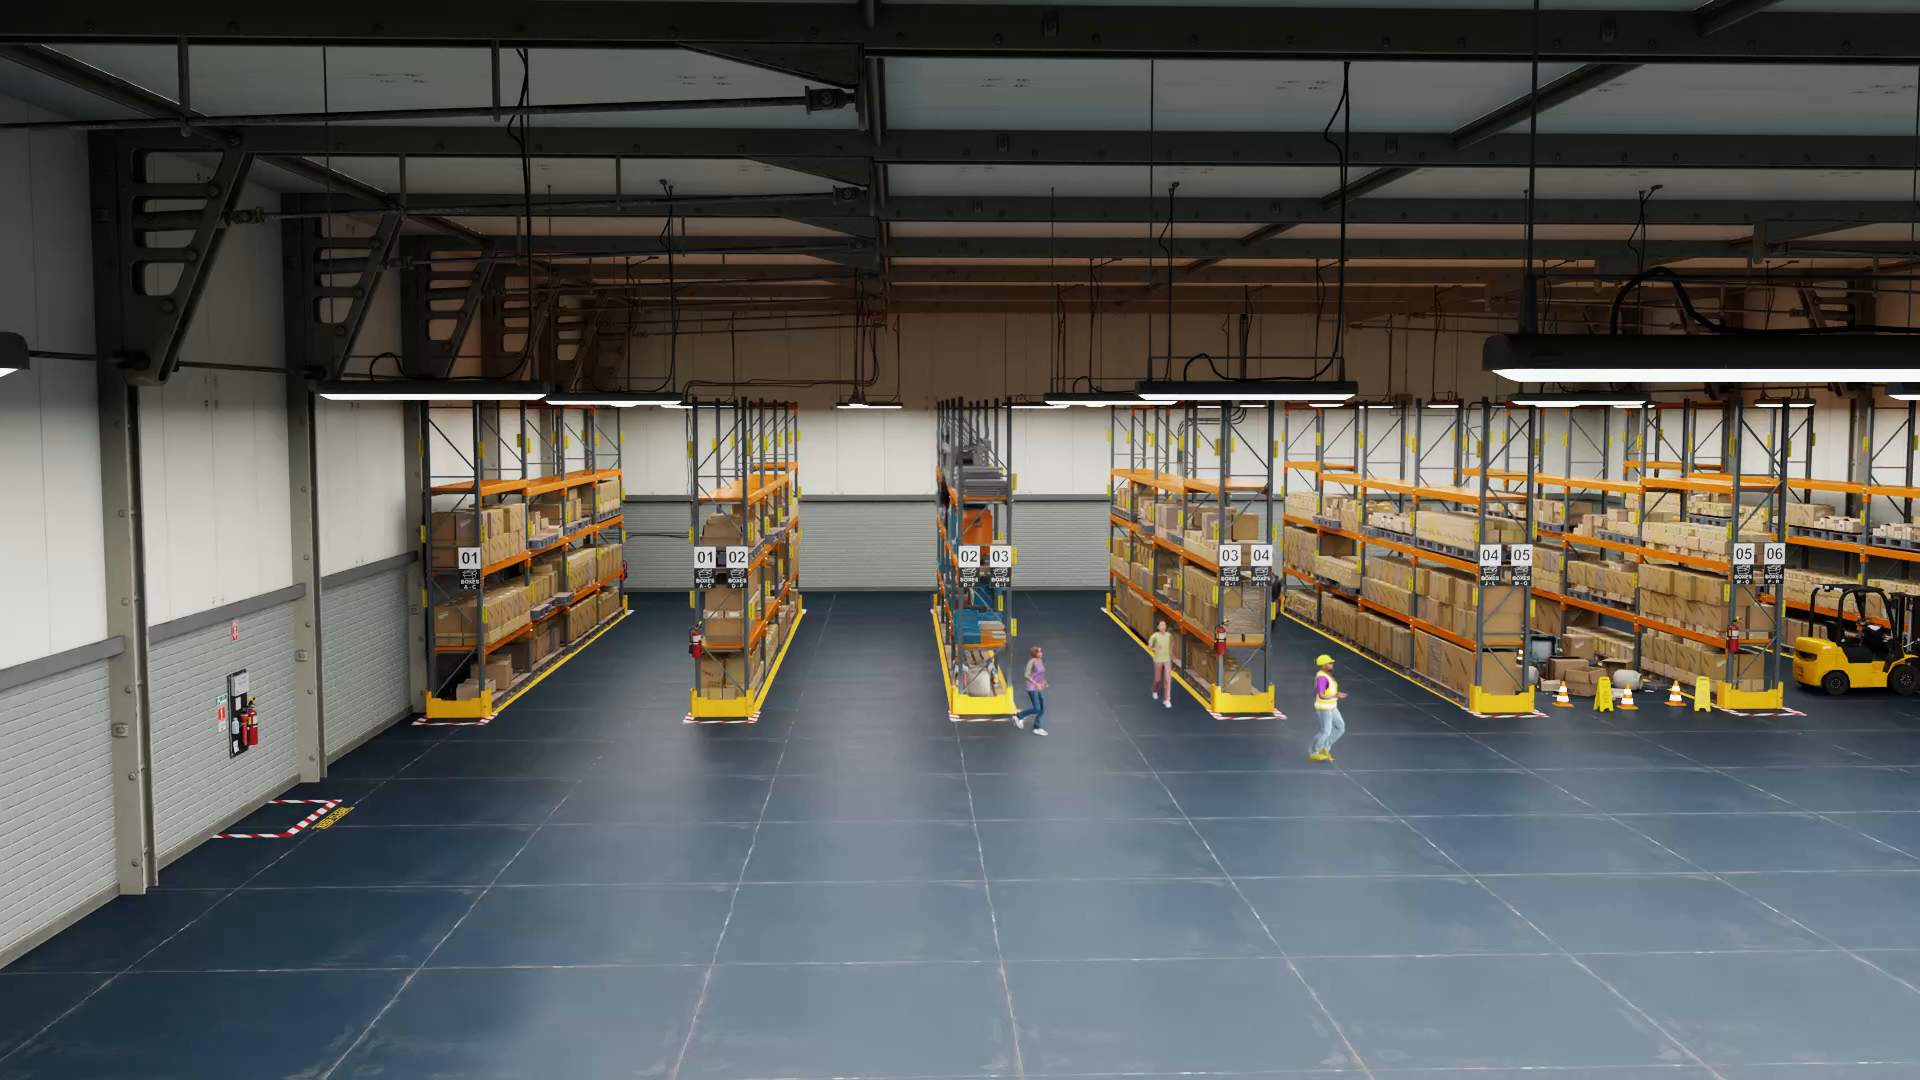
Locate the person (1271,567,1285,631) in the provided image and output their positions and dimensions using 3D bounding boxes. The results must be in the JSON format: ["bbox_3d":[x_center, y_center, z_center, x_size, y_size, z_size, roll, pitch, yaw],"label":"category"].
[{"bbox_3d":[8.162,1.536,43.433,0.663,1.690,0.540,0,4,6],"label":"person"}]

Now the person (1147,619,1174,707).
[{"bbox_3d":[3.924,2.364,32.314,0.581,1.650,0.946,-1,4,-8],"label":"person"}]

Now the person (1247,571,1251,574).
[{"bbox_3d":[8.110,1.379,45.567,0.721,1.711,1.023,-1,4,-10],"label":"person"}]

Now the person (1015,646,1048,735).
[{"bbox_3d":[1.292,2.664,29.581,0.622,1.586,0.565,2,5,29],"label":"person"}]

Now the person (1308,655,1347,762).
[{"bbox_3d":[6.021,2.756,27.120,0.649,1.772,0.677,2,5,26],"label":"person"}]
